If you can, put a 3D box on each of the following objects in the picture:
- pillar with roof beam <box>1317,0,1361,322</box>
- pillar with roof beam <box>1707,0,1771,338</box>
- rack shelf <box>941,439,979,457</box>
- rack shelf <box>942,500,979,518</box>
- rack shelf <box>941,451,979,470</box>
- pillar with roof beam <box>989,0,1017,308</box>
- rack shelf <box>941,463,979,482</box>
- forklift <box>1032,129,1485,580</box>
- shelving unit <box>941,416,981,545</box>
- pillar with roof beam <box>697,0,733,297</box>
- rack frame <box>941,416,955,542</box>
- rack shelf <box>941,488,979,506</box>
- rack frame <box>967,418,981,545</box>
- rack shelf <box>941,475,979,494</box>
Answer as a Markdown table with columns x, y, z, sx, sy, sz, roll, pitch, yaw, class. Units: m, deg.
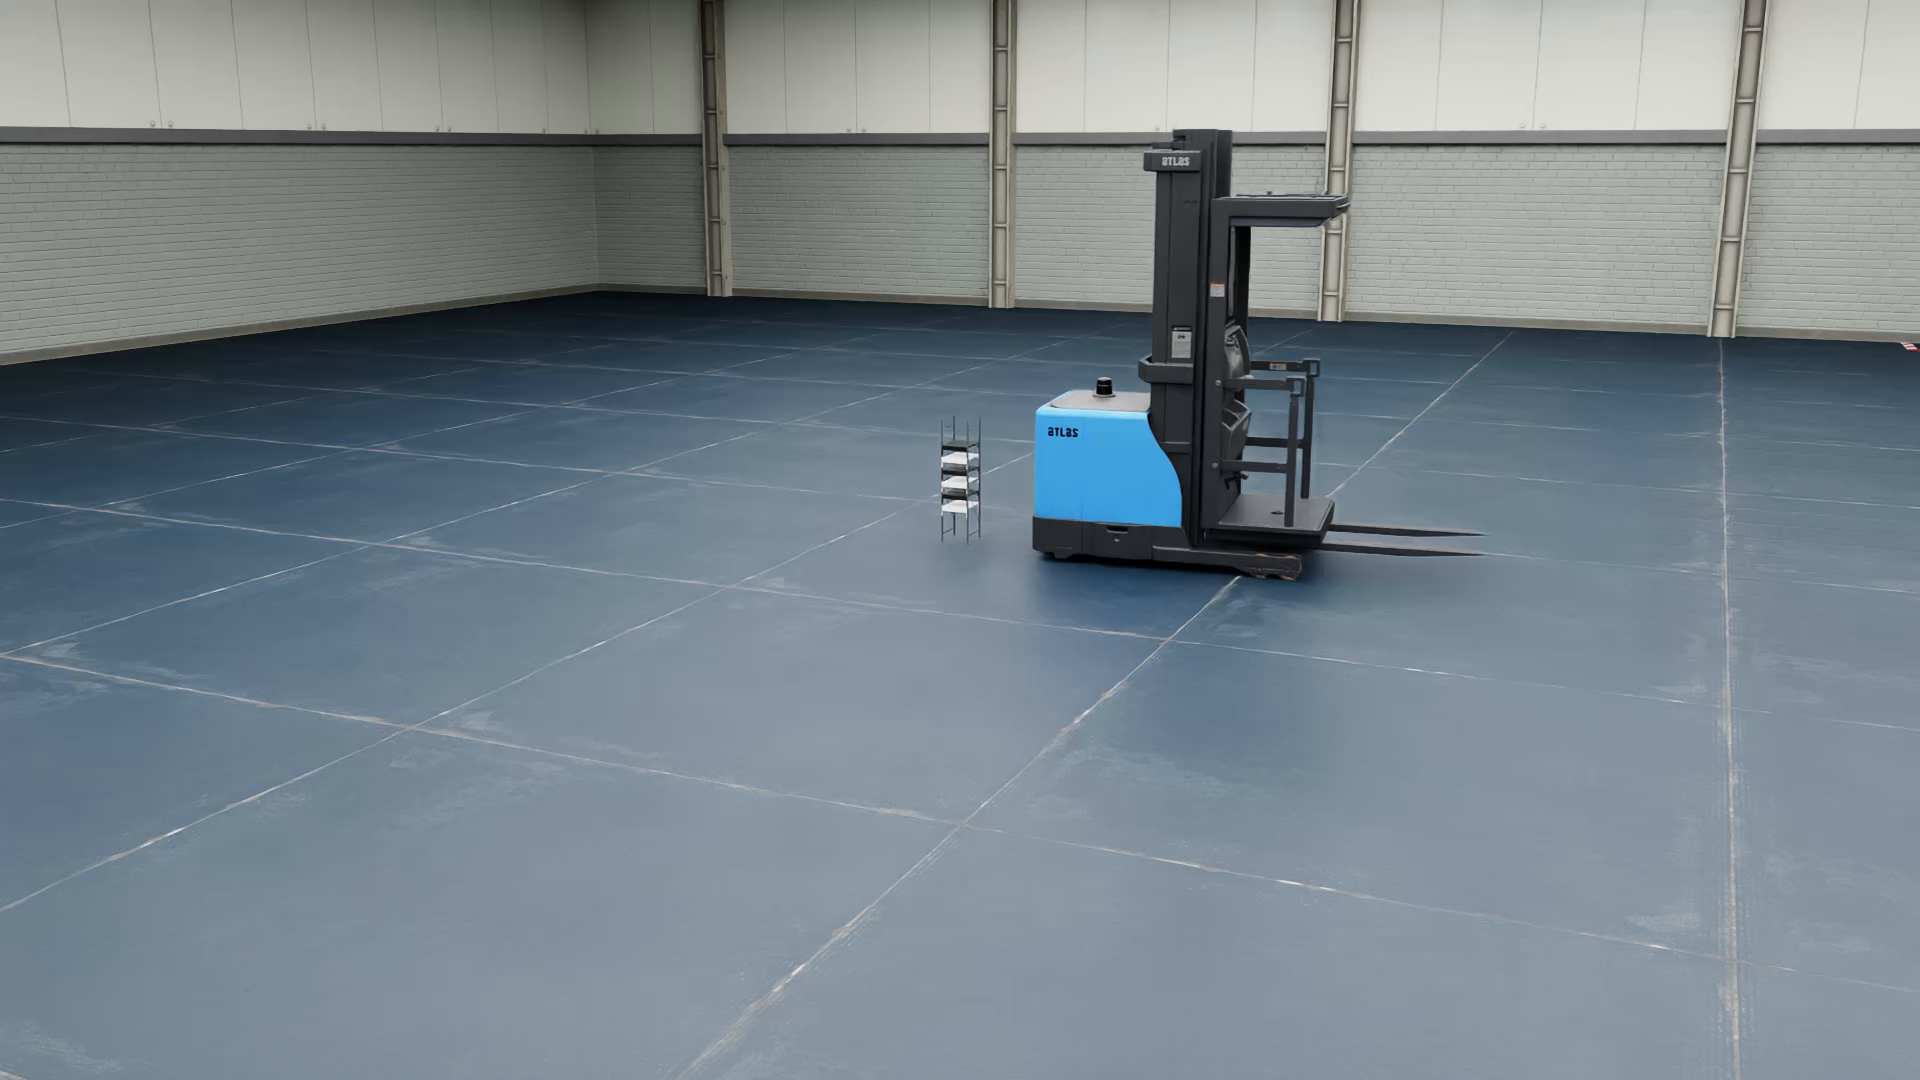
| x | y | z | sx | sy | sz | roll | pitch | yaw | class |
| --- | --- | --- | --- | --- | --- | --- | --- | --- | --- |
| 4.506 | -7.180 | 23.154 | 0.400 | 9.000 | 9.100 | 6 | 14 | 23 | pillar with roof beam |
| 9.992 | -6.625 | 20.788 | 0.400 | 9.000 | 9.100 | 6 | 14 | 23 | pillar with roof beam |
| 0.007 | -0.668 | 12.095 | 0.200 | 0.077 | 0.258 | 6 | 14 | 23 | rack shelf |
| 0.007 | -0.230 | 12.198 | 0.200 | 0.077 | 0.258 | 6 | 14 | 23 | rack shelf |
| 0.007 | -0.580 | 12.115 | 0.200 | 0.077 | 0.258 | 6 | 14 | 23 | rack shelf |
| -0.980 | -7.735 | 25.520 | 0.400 | 9.000 | 9.100 | 6 | 14 | 23 | pillar with roof beam |
| 0.007 | -0.493 | 12.136 | 0.200 | 0.077 | 0.258 | 6 | 14 | 23 | rack shelf |
| 2.083 | -1.293 | 11.349 | 3.031 | 2.935 | 1.130 | 4 | 14 | 17 | forklift |
| 0.007 | -0.437 | 12.149 | 0.210 | 0.900 | 0.258 | 6 | 14 | 23 | shelving unit |
| -6.466 | -8.290 | 27.886 | 0.400 | 9.000 | 9.100 | 6 | 14 | 23 | pillar with roof beam |
| -0.086 | -0.447 | 12.189 | 0.006 | 0.900 | 0.240 | 6 | 14 | 23 | rack frame |
| 0.007 | -0.317 | 12.177 | 0.200 | 0.077 | 0.258 | 6 | 14 | 23 | rack shelf |
| 0.100 | -0.428 | 12.109 | 0.006 | 0.900 | 0.240 | 6 | 14 | 23 | rack frame |
| 0.007 | -0.405 | 12.156 | 0.200 | 0.077 | 0.258 | 6 | 14 | 23 | rack shelf |
